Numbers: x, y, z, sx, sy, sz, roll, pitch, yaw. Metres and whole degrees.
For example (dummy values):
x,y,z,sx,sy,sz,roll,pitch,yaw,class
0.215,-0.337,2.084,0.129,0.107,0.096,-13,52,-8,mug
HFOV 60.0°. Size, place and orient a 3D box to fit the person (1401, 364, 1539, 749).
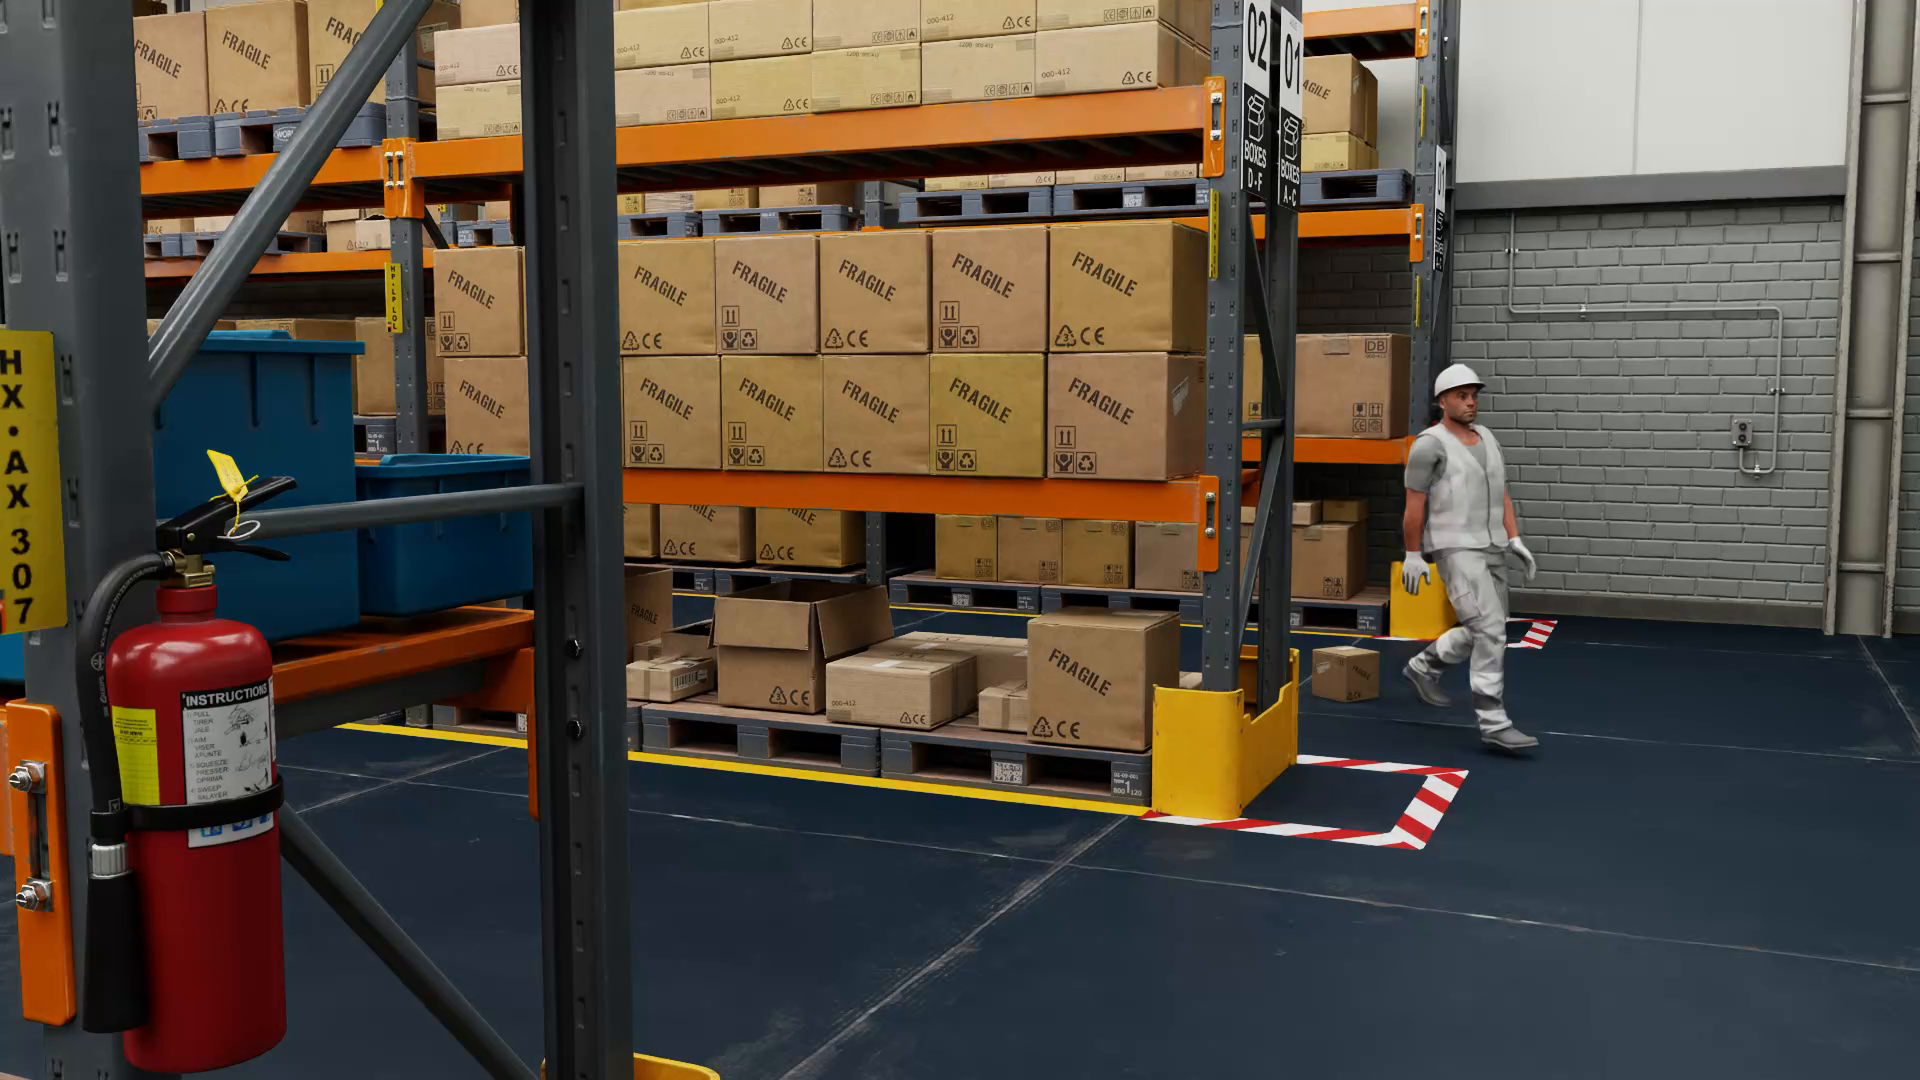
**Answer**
x,y,z,sx,sy,sz,roll,pitch,yaw,class
2.341,0.055,7.744,0.528,1.742,0.929,-3,7,-32,person
